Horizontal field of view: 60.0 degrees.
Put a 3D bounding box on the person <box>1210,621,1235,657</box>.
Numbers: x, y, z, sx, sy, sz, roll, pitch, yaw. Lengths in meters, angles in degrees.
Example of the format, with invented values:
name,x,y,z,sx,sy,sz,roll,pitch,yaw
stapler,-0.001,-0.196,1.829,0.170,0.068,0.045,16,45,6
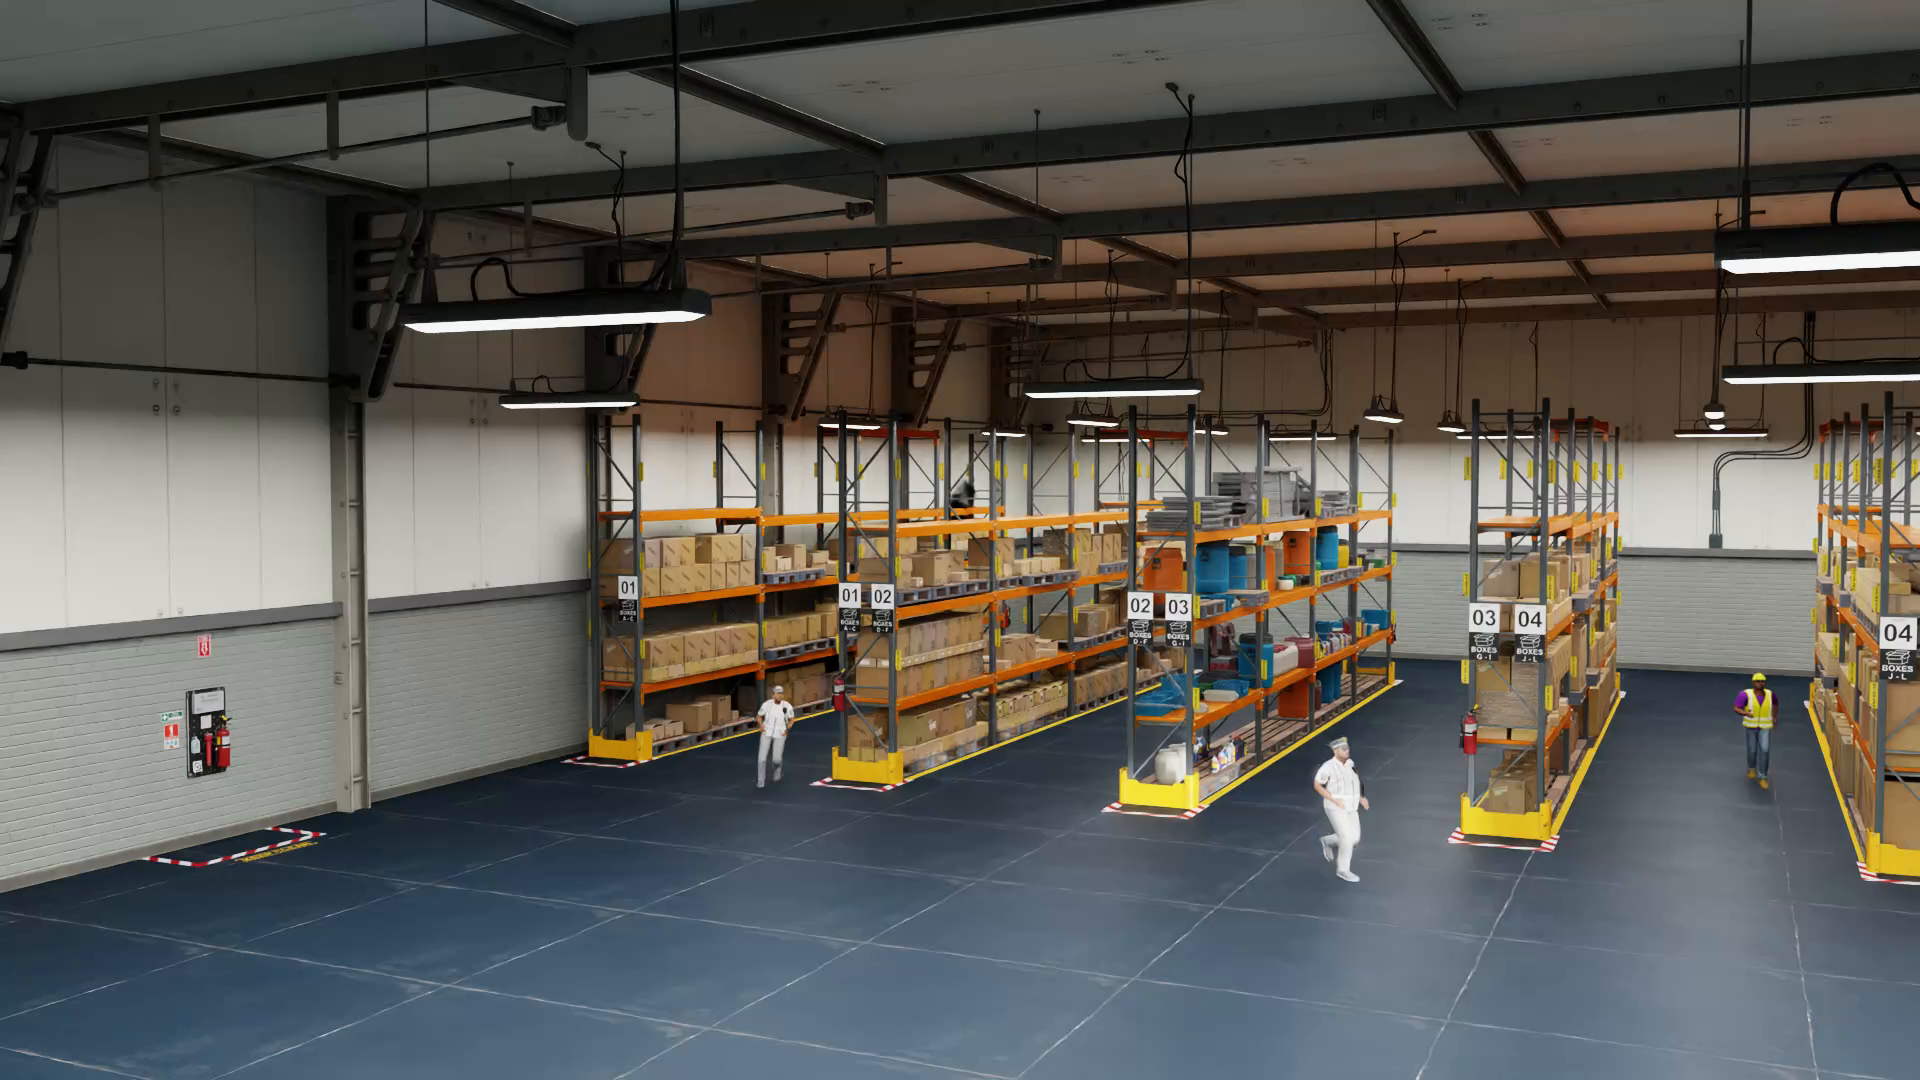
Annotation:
name,x,y,z,sx,sy,sz,roll,pitch,yaw
person,6.020,2.523,38.397,0.682,1.833,0.907,1,2,16

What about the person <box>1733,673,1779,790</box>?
name,x,y,z,sx,sy,sz,roll,pitch,yaw
person,12.736,3.023,26.599,0.681,1.807,0.851,1,3,20

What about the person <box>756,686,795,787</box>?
name,x,y,z,sx,sy,sz,roll,pitch,yaw
person,-2.953,3.123,26.536,0.609,1.594,0.532,0,2,-2

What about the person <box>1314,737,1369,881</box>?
name,x,y,z,sx,sy,sz,roll,pitch,yaw
person,4.670,3.295,20.559,0.664,1.754,0.675,-2,3,-37
